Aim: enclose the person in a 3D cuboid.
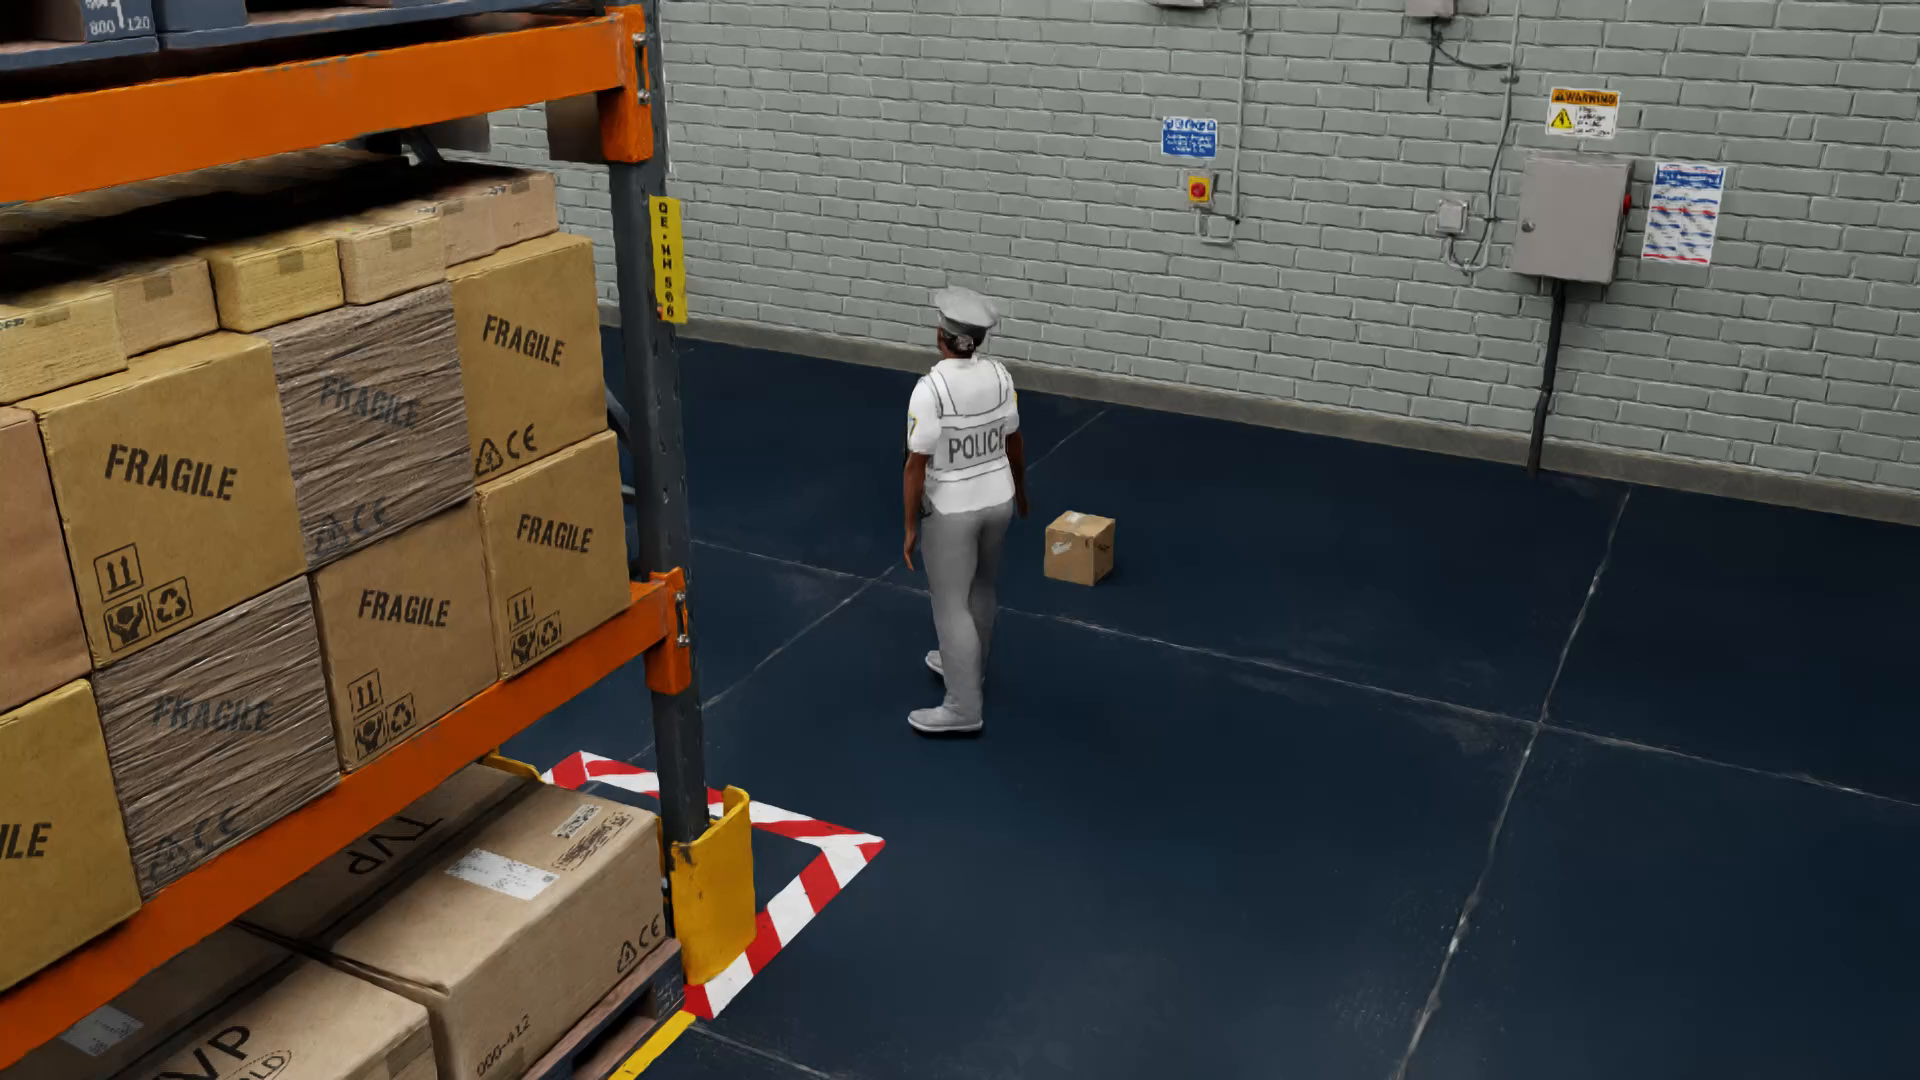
[{"bbox_3d":[-0.011,-0.135,6.356,0.640,1.663,0.571,-17,28,-35],"label":"person"}]
